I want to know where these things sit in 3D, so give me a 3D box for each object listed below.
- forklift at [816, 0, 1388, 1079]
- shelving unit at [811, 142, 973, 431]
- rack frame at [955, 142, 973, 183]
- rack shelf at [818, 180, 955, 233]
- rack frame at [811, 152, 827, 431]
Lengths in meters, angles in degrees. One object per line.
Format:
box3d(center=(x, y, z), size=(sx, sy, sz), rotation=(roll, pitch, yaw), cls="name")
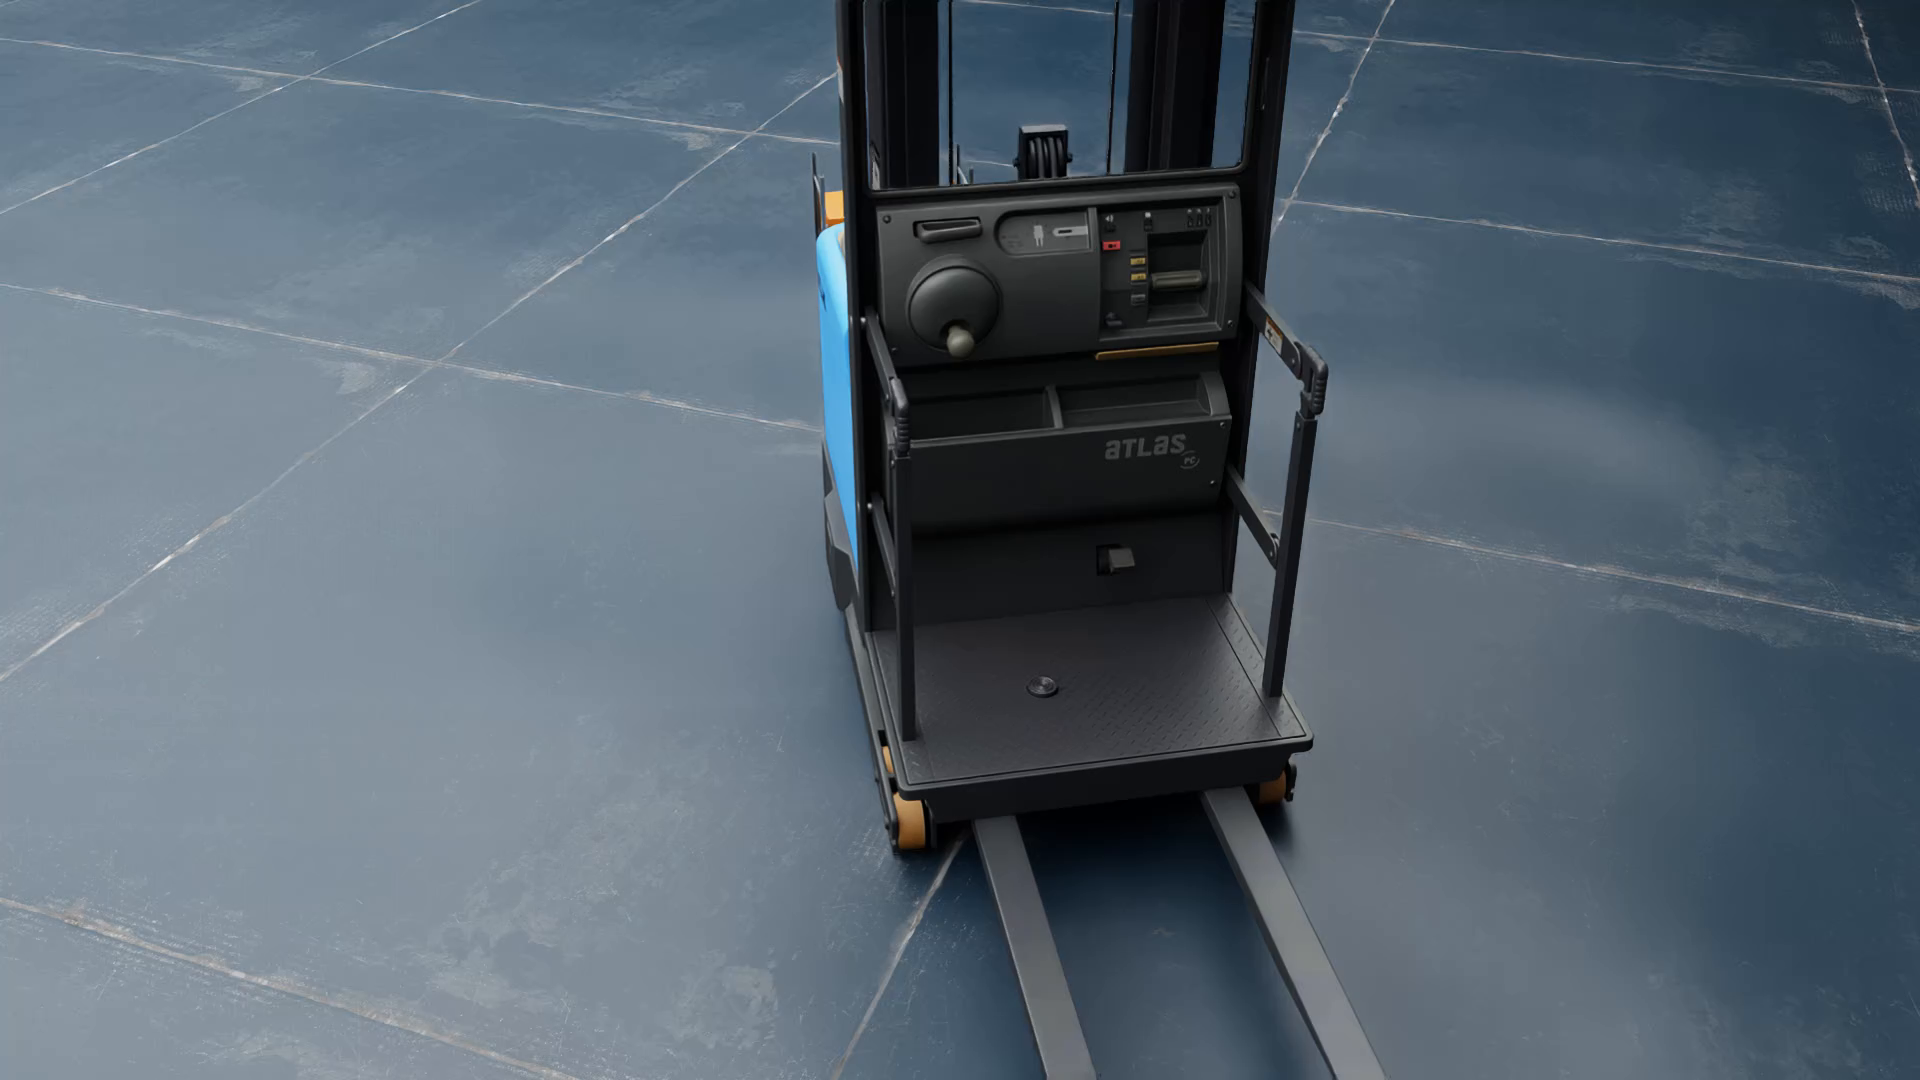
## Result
box3d(center=(0.300, -0.616, 4.001), size=(1.130, 2.935, 3.031), rotation=(-6, 33, -9), cls="forklift")
box3d(center=(-0.227, -0.750, 5.806), size=(0.503, 1.200, 0.258), rotation=(-6, 33, -9), cls="shelving unit")
box3d(center=(0.012, -0.776, 5.845), size=(0.015, 1.200, 0.240), rotation=(-6, 33, -9), cls="rack frame")
box3d(center=(-0.227, -1.080, 5.593), size=(0.480, 0.148, 0.258), rotation=(-6, 33, -9), cls="rack shelf")
box3d(center=(-0.467, -0.725, 5.766), size=(0.015, 1.200, 0.240), rotation=(-6, 33, -9), cls="rack frame")
